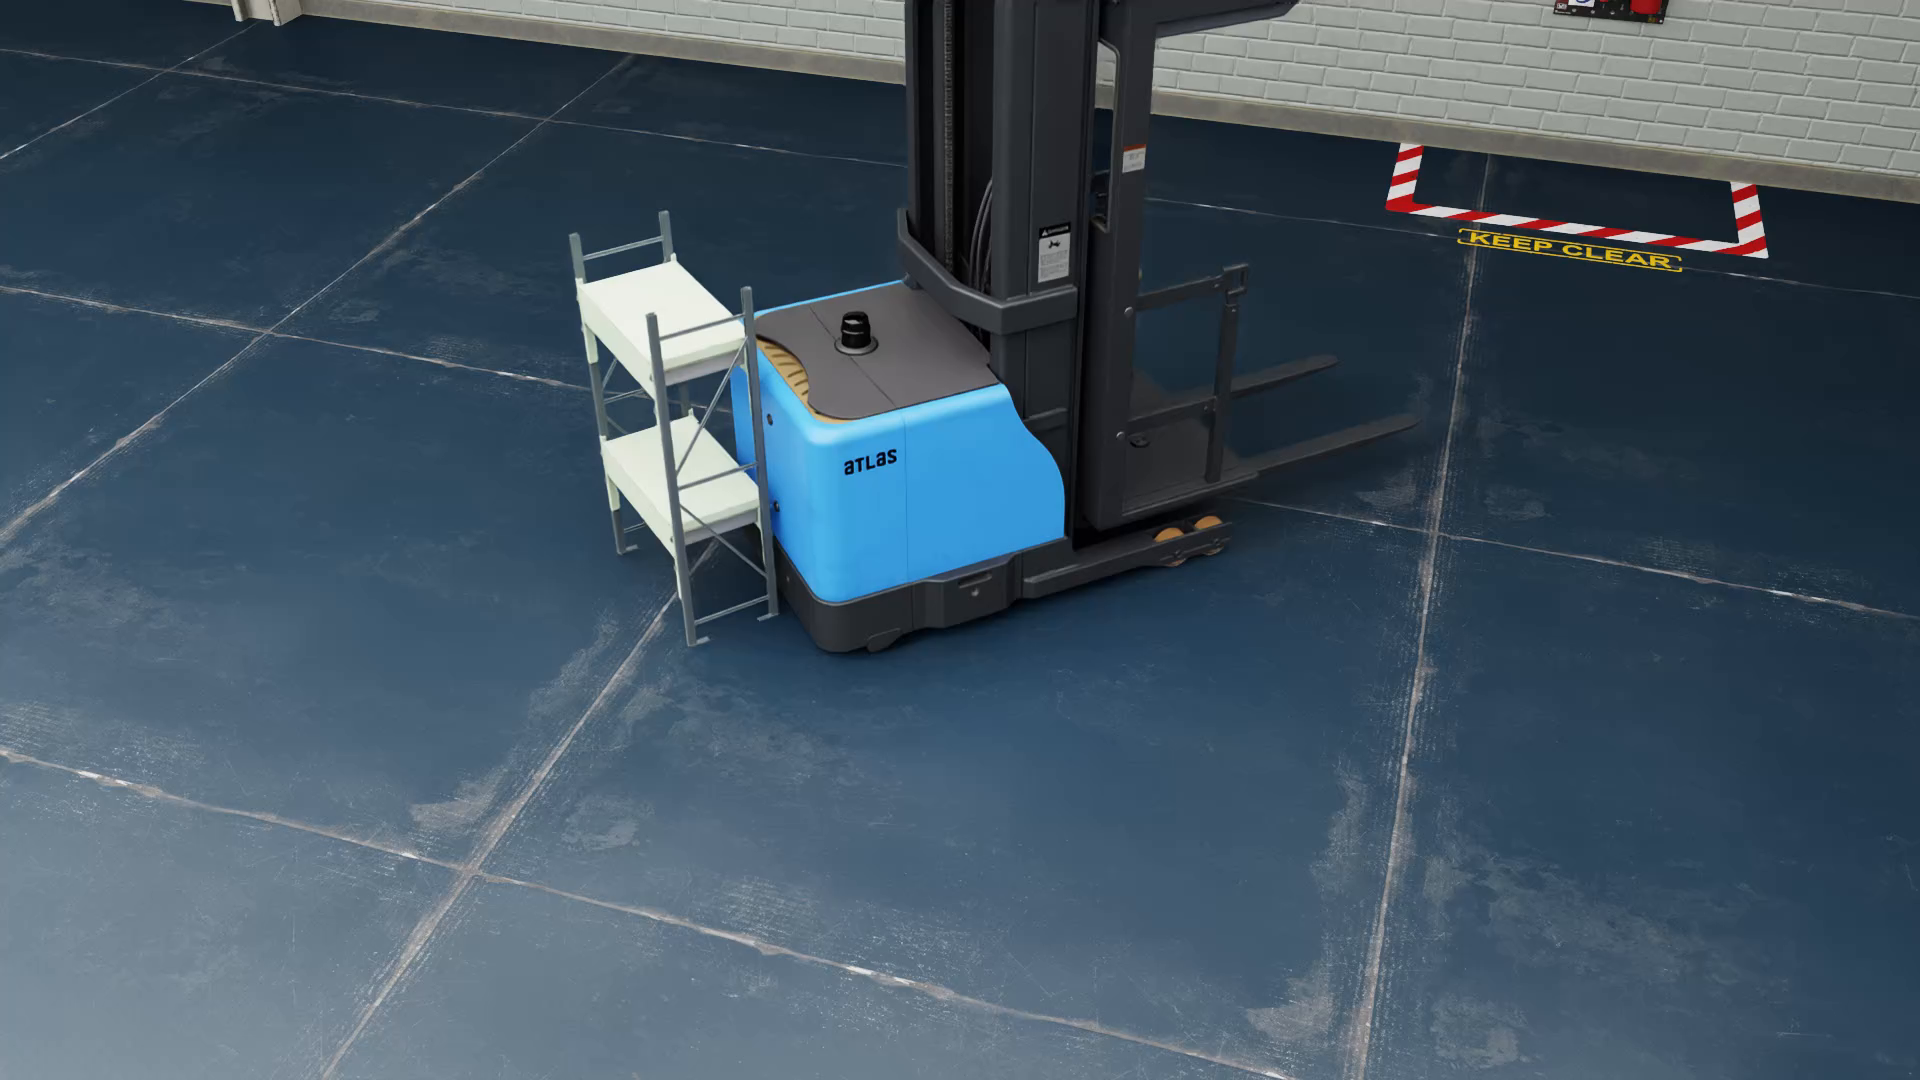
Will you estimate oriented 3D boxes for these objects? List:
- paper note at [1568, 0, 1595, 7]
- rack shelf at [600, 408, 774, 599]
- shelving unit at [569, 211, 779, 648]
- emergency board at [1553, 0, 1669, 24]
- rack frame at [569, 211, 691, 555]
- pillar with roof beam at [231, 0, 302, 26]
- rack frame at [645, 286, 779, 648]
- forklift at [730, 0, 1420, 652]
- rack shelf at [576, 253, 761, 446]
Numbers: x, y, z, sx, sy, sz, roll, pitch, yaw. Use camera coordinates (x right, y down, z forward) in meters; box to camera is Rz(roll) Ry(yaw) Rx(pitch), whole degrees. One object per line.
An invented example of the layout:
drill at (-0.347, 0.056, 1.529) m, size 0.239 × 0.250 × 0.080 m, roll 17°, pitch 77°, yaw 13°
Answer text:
paper note at (3.704, -3.249, 9.877) m, size 0.142 × 0.148 × 0.016 m, roll 10°, pitch 38°, yaw 14°
rack shelf at (-1.111, -0.160, 6.753) m, size 0.431 × 0.370 × 0.720 m, roll -20°, pitch 41°, yaw -25°
shelving unit at (-1.111, -0.423, 6.559) m, size 0.431 × 1.500 × 0.755 m, roll -20°, pitch 41°, yaw -25°
emergency board at (3.852, -3.533, 9.520) m, size 0.643 × 1.169 × 0.194 m, roll 10°, pitch 38°, yaw 14°
rack frame at (-1.304, -0.608, 6.810) m, size 0.400 × 1.500 × 0.023 m, roll -20°, pitch 41°, yaw -25°
pillar with roof beam at (-6.538, -5.176, 6.692) m, size 0.400 × 9.000 × 9.100 m, roll 10°, pitch 38°, yaw 14°
rack frame at (-0.919, -0.238, 6.309) m, size 0.400 × 1.500 × 0.023 m, roll -20°, pitch 41°, yaw -25°
forklift at (0.605, -1.332, 6.587) m, size 3.031 × 2.935 × 1.130 m, roll -16°, pitch 39°, yaw -21°
rack shelf at (-1.111, -0.737, 6.328) m, size 0.431 × 0.370 × 0.720 m, roll -20°, pitch 41°, yaw -25°
